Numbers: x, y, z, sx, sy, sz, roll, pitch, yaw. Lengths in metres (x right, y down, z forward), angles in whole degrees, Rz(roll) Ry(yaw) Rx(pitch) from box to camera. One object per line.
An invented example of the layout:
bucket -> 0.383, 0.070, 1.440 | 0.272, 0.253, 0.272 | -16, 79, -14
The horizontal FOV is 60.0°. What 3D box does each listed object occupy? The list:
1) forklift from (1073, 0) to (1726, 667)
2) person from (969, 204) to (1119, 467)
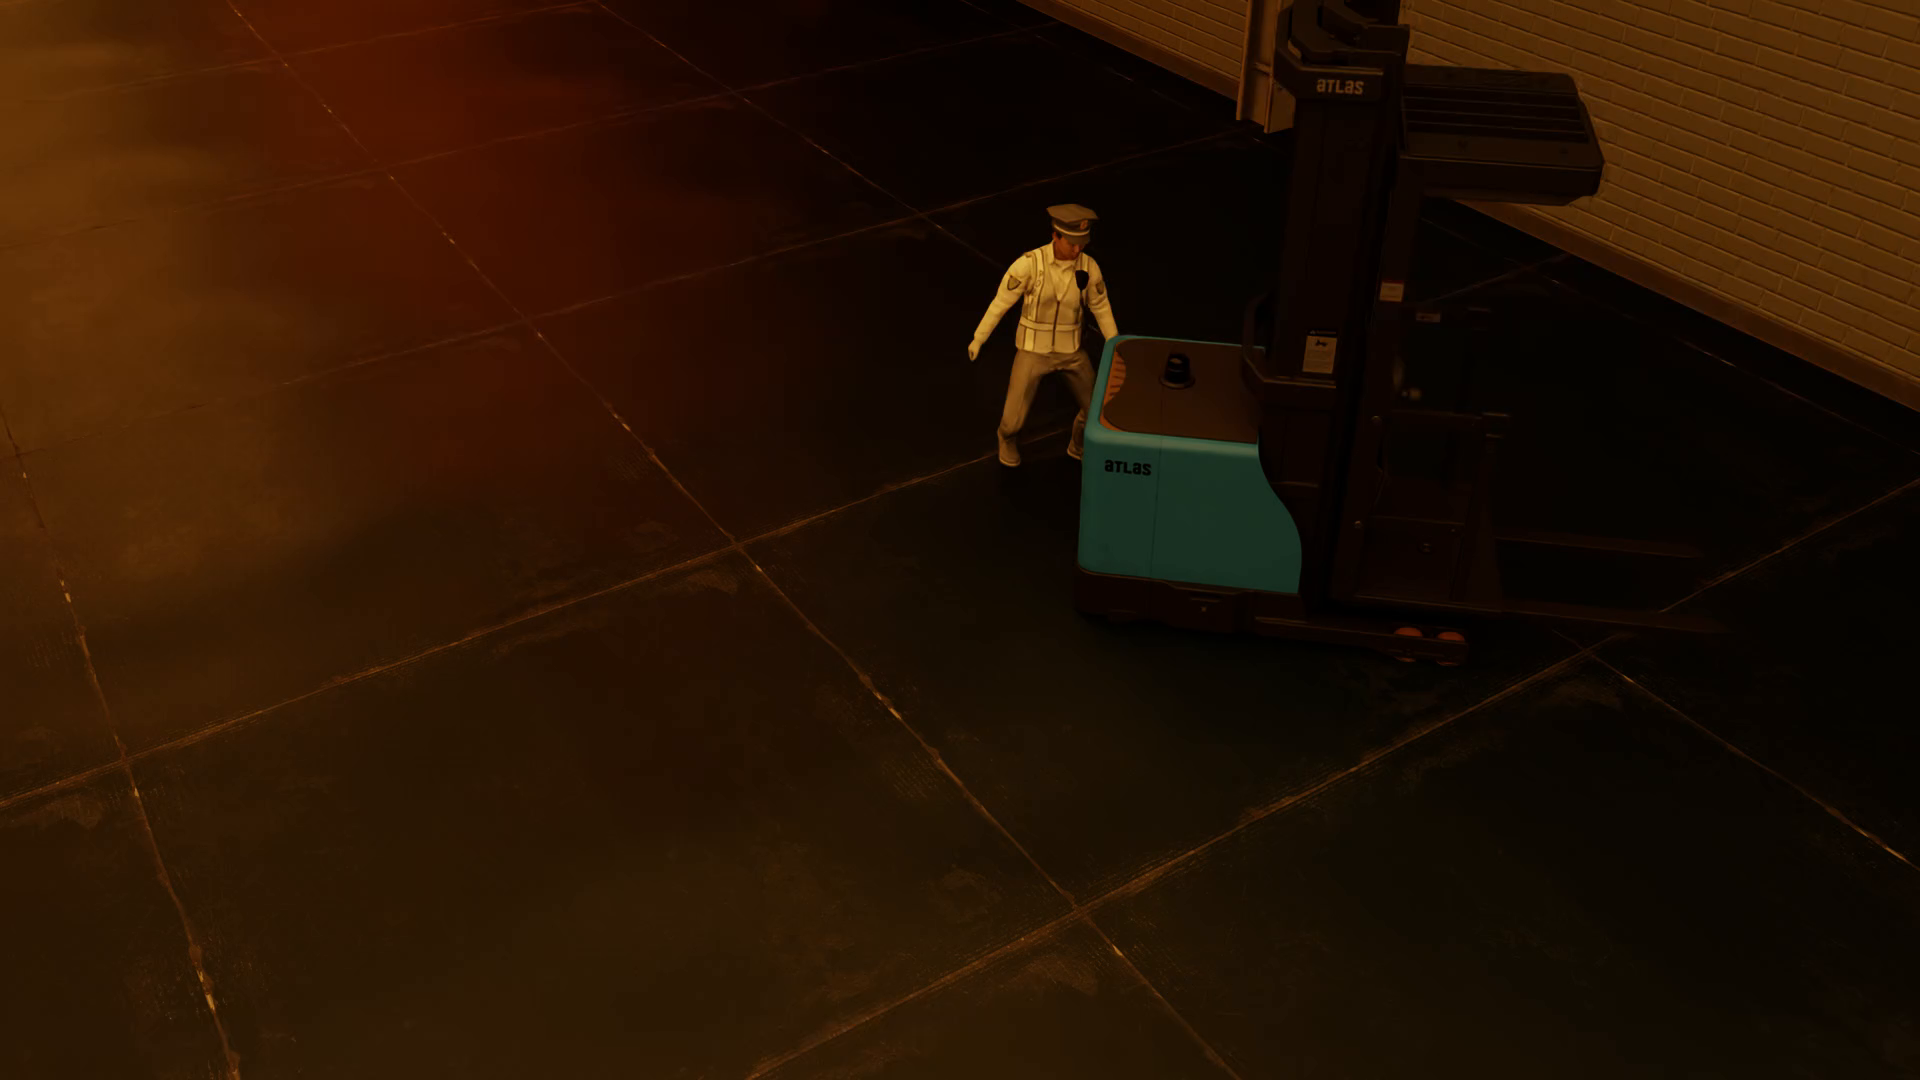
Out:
forklift -> 2.120, -0.933, 7.476 | 3.031, 2.935, 1.130 | 6, 36, 8
person -> 0.457, -1.023, 8.791 | 0.817, 1.587, 0.460 | -3, 35, -4
